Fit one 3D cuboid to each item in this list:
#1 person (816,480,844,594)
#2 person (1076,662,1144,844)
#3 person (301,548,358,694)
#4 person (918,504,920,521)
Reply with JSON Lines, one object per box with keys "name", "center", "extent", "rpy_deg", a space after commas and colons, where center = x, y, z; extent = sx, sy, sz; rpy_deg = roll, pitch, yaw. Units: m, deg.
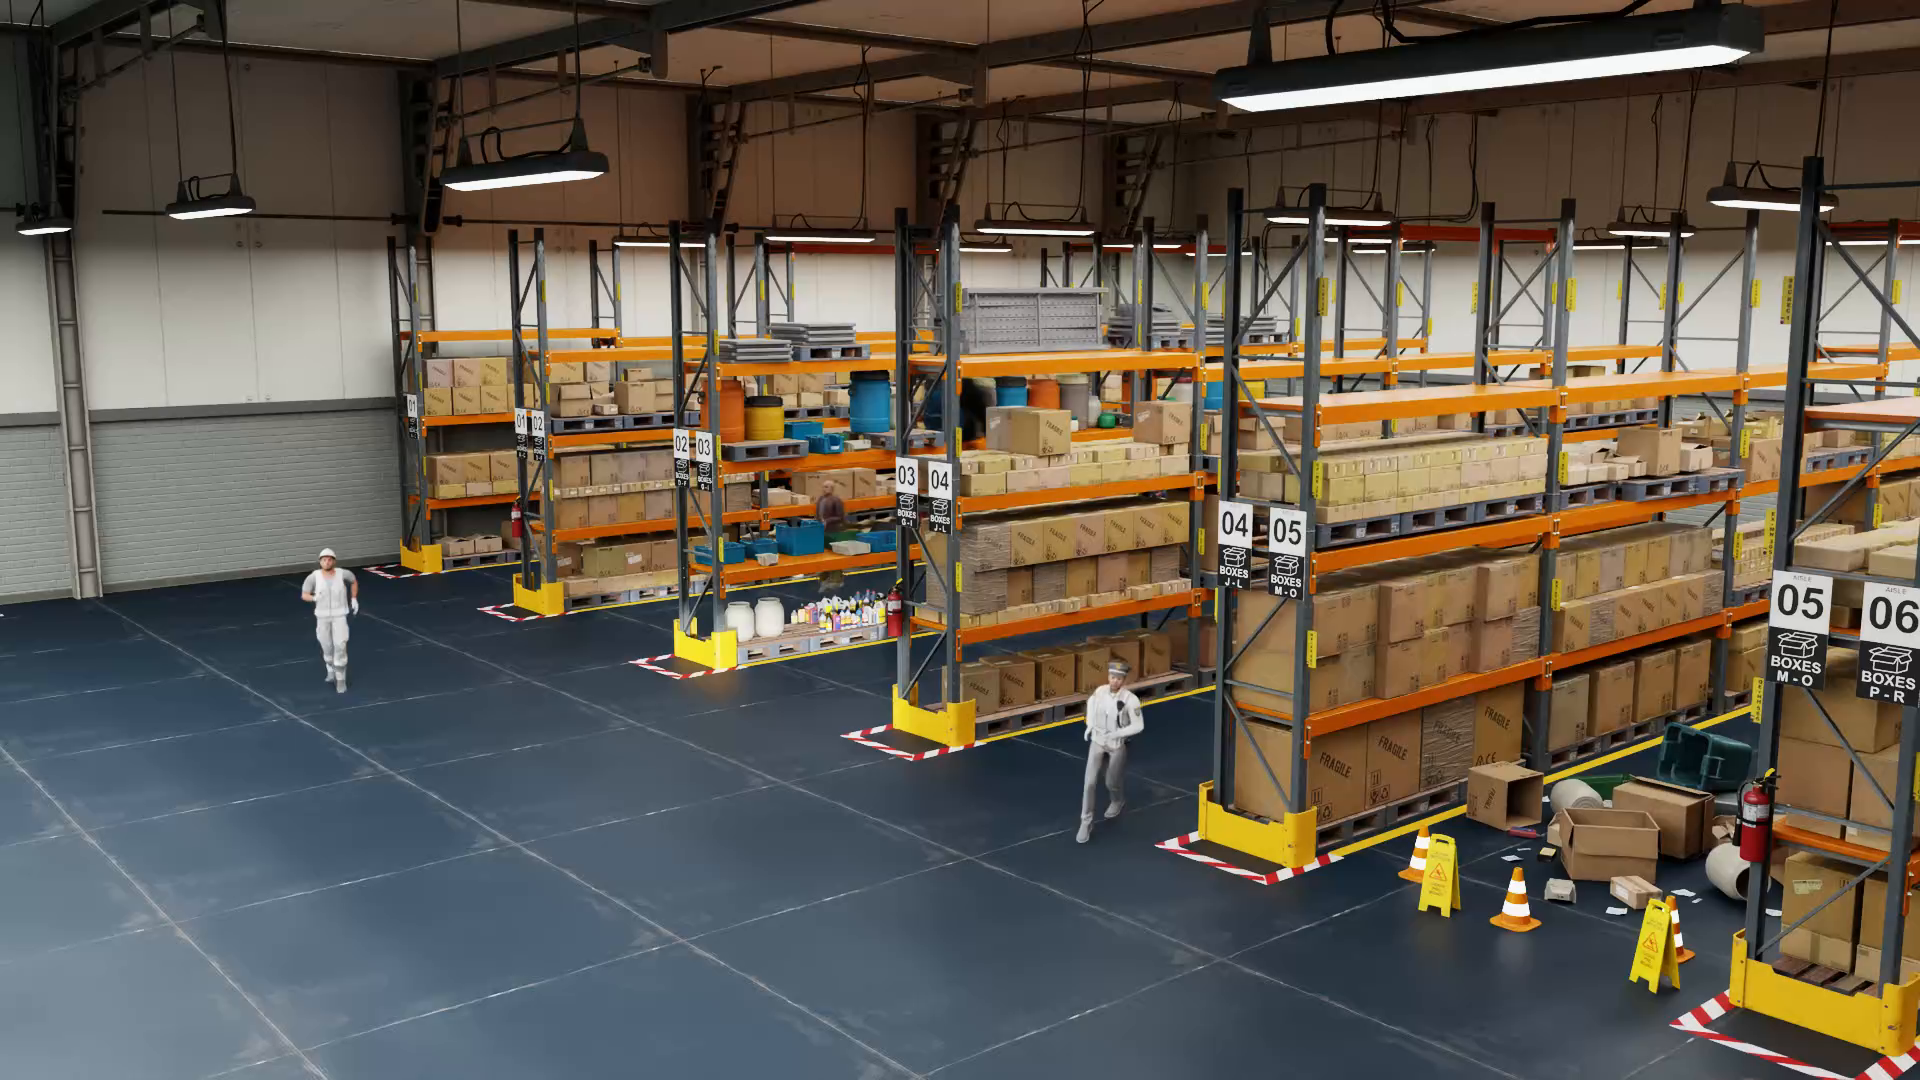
{"name": "person", "center": [-2.141, -0.038, 26.504], "extent": [0.680, 1.835, 0.738], "rpy_deg": [7, 11, 37]}
{"name": "person", "center": [1.448, 1.947, 15.702], "extent": [0.631, 1.685, 0.895], "rpy_deg": [4, 10, 24]}
{"name": "person", "center": [-8.056, 1.021, 21.286], "extent": [0.649, 1.860, 0.808], "rpy_deg": [-2, 9, -15]}
{"name": "person", "center": [-0.933, -1.030, 34.960], "extent": [0.733, 1.783, 0.671], "rpy_deg": [-8, 12, -43]}
